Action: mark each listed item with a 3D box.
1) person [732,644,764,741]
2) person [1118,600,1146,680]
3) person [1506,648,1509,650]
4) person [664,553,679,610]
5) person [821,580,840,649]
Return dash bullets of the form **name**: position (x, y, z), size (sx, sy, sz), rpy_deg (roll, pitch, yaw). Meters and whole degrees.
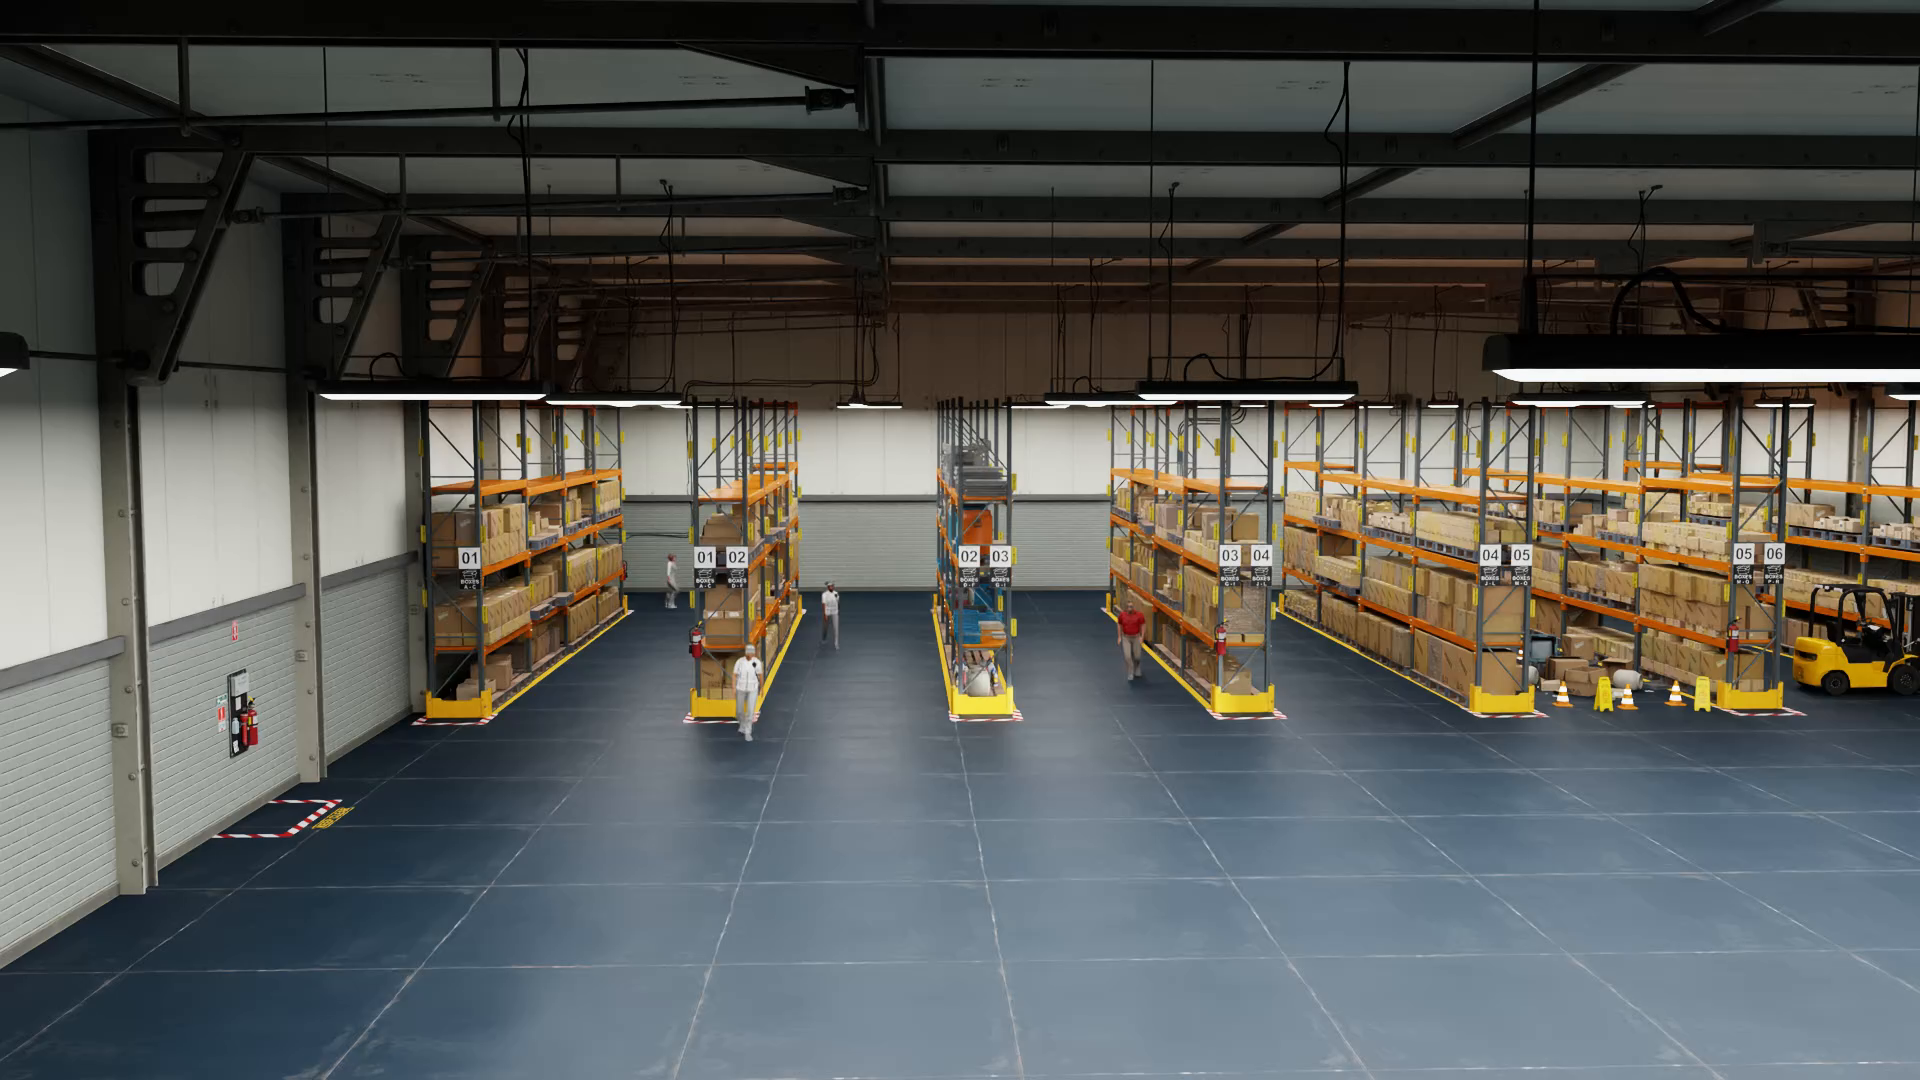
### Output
- **person**: position (-3.737, 2.653, 29.269), size (0.557, 1.638, 0.822), rpy_deg (-1, 4, -7)
- **person**: position (3.693, 2.123, 35.691), size (0.598, 1.707, 0.632), rpy_deg (1, 4, 10)
- **person**: position (12.458, 1.919, 38.146), size (0.563, 1.837, 0.606), rpy_deg (-1, 4, -10)
- **person**: position (-8.376, 1.198, 48.306), size (0.445, 1.623, 0.438), rpy_deg (0, 4, -4)
- **person**: position (-3.122, 1.780, 40.112), size (0.427, 1.645, 0.984), rpy_deg (-1, 5, -12)
